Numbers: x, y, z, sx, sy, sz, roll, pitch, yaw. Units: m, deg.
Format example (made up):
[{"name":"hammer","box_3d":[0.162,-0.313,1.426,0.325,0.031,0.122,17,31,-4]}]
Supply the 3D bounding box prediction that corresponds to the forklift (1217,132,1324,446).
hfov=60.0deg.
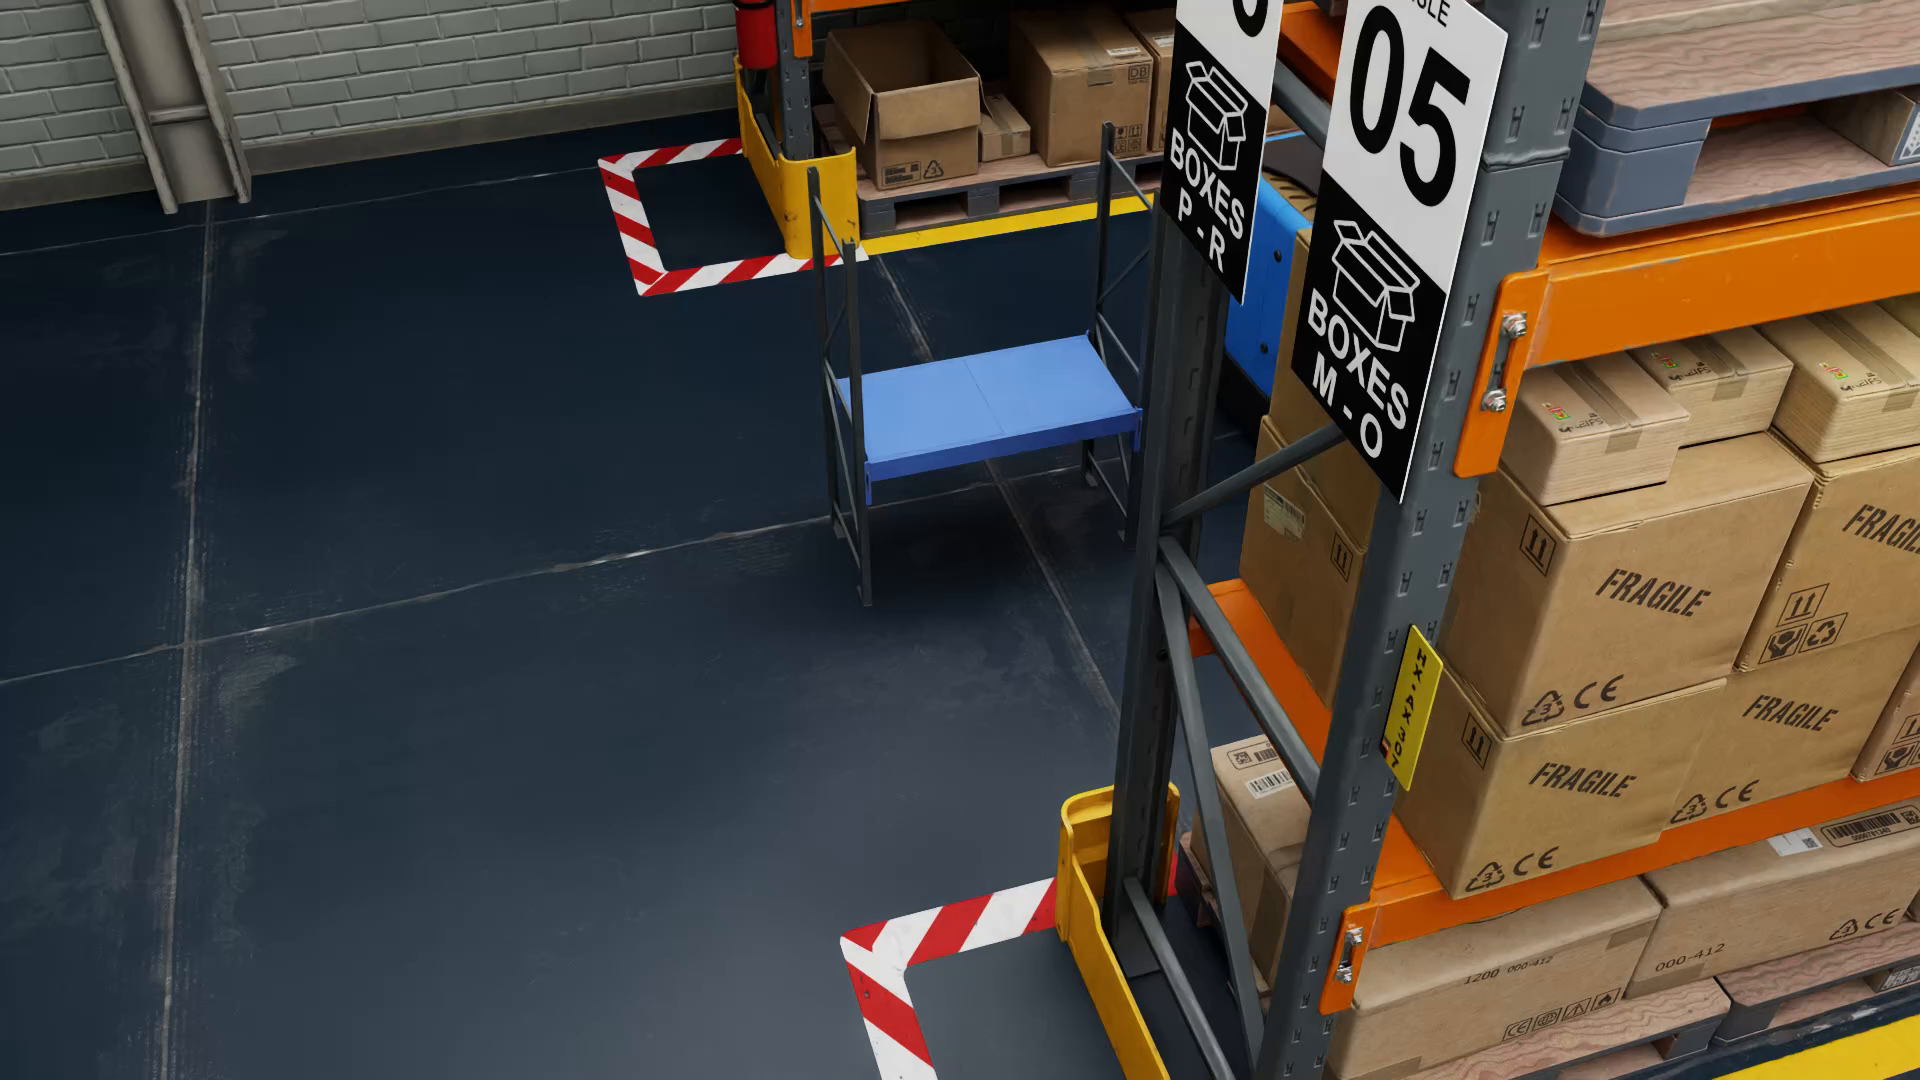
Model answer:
[{"name":"forklift","box_3d":[2.546,-1.845,6.135,3.031,2.935,1.130,-14,43,-16]}]

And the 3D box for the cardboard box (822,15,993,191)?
[{"name":"cardboard box","box_3d":[-0.256,-2.089,7.940,0.637,0.503,0.797,-13,43,-15]}]

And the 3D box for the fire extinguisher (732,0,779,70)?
[{"name":"fire extinguisher","box_3d":[-0.869,-2.321,6.969,0.183,0.674,0.296,-12,42,-13]}]

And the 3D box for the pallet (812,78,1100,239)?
[{"name":"pallet","box_3d":[-0.035,-1.933,8.302,1.213,0.211,1.003,-12,42,-13]}]

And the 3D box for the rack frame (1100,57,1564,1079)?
[{"name":"rack frame","box_3d":[0.627,0.304,3.622,0.127,3.000,1.000,-12,42,-13]}]

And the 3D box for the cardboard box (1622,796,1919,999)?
[{"name":"cardboard box","box_3d":[2.097,0.732,4.761,0.875,0.438,0.875,-11,42,-12]}]

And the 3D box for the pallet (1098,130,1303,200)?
[{"name":"pallet","box_3d":[1.127,-2.172,8.575,1.213,0.211,1.003,-12,42,-13]}]

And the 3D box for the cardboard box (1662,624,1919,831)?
[{"name":"cardboard box","box_3d":[1.645,0.234,3.626,0.500,0.500,0.500,-12,43,-14]}]

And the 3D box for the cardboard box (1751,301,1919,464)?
[{"name":"cardboard box","box_3d":[1.560,-0.327,3.015,0.250,0.149,0.380,-10,42,-12]}]

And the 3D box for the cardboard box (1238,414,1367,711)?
[{"name":"cardboard box","box_3d":[1.008,0.005,3.888,0.500,0.500,0.500,-11,42,-13]}]

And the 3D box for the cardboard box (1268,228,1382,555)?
[{"name":"cardboard box","box_3d":[1.015,-0.355,3.540,0.500,0.500,0.500,-10,42,-12]}]

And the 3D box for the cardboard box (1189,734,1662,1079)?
[{"name":"cardboard box","box_3d":[1.226,0.918,4.548,0.875,0.438,0.875,-13,43,-15]}]

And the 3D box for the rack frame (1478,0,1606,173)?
[{"name":"rack frame","box_3d":[0.627,-1.955,1.648,0.127,3.000,1.000,-12,42,-13]}]

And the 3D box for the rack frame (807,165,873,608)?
[{"name":"rack frame","box_3d":[-0.403,-0.481,5.661,0.032,1.500,0.500,-12,42,-13]}]

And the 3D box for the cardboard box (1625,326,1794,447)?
[{"name":"cardboard box","box_3d":[1.277,-0.347,3.038,0.250,0.149,0.380,-11,42,-12]}]

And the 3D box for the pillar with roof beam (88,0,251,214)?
[{"name":"pillar with roof beam","box_3d":[-2.417,-2.400,2.158,0.400,9.000,9.100,-12,42,-13]}]

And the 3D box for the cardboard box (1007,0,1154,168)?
[{"name":"cardboard box","box_3d":[0.571,-2.233,8.106,0.500,0.500,0.700,-10,42,-11]}]

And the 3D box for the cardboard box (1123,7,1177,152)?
[{"name":"cardboard box","box_3d":[1.106,-2.274,8.154,0.500,0.500,0.500,-11,42,-12]}]

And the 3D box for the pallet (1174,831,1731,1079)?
[{"name":"pallet","box_3d":[1.366,1.147,4.776,1.213,0.211,1.003,-12,42,-13]}]

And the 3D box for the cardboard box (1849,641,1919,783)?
[{"name":"cardboard box","box_3d":[2.136,0.145,3.728,0.500,0.500,0.500,-12,43,-13]}]

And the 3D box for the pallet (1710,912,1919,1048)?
[{"name":"pallet","box_3d":[2.528,0.909,5.050,1.213,0.211,1.003,-12,42,-13]}]

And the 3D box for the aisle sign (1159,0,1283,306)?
[{"name":"aisle sign","box_3d":[0.465,-0.855,2.973,0.004,0.787,0.394,-12,42,-13]}]

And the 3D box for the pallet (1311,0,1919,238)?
[{"name":"pallet","box_3d":[1.331,-0.945,2.839,1.213,0.211,1.003,-12,42,-13]}]

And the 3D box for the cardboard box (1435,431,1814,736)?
[{"name":"cardboard box","box_3d":[1.170,-0.026,3.164,0.500,0.500,0.500,-13,43,-14]}]

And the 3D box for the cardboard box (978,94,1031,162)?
[{"name":"cardboard box","box_3d":[0.161,-2.015,8.125,0.250,0.149,0.380,-13,43,-15]}]

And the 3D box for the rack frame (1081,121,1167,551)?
[{"name":"rack frame","box_3d":[0.566,-0.682,5.891,0.032,1.500,0.500,-12,42,-13]}]

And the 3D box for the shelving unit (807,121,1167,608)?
[{"name":"shelving unit","box_3d":[0.081,-0.582,5.776,1.048,1.500,0.538,-12,42,-13]}]

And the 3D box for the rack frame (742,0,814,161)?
[{"name":"rack frame","box_3d":[-0.868,-2.810,7.186,0.127,3.000,1.000,-12,42,-13]}]

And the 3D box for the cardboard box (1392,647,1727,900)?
[{"name":"cardboard box","box_3d":[1.171,0.352,3.491,0.500,0.500,0.500,-12,43,-13]}]

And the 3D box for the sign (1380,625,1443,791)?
[{"name":"sign","box_3d":[0.788,0.298,2.911,0.005,0.325,0.100,-12,42,-13]}]

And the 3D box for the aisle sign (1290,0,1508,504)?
[{"name":"aisle sign","box_3d":[0.645,-0.479,2.542,0.004,0.787,0.394,-12,42,-13]}]

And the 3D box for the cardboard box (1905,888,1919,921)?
[{"name":"cardboard box","box_3d":[2.957,0.554,4.964,0.875,0.438,0.875,-13,43,-14]}]

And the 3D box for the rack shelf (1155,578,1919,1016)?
[{"name":"rack shelf","box_3d":[2.535,0.180,4.311,4.000,0.370,1.077,-12,42,-13]}]

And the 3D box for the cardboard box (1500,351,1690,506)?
[{"name":"cardboard box","box_3d":[1.049,-0.251,2.928,0.250,0.149,0.380,-11,42,-12]}]

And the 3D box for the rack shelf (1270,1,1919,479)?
[{"name":"rack shelf","box_3d":[2.535,-0.950,3.324,4.000,0.370,1.077,-12,42,-13]}]

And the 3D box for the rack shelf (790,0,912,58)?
[{"name":"rack shelf","box_3d":[1.040,-2.934,7.876,4.000,0.370,1.077,-12,42,-13]}]

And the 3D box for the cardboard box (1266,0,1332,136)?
[{"name":"cardboard box","box_3d":[1.561,-2.438,8.341,0.500,0.500,0.700,-13,43,-15]}]

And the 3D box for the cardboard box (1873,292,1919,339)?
[{"name":"cardboard box","box_3d":[1.805,-0.390,3.087,0.250,0.149,0.380,-13,43,-14]}]

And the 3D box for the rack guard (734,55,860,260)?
[{"name":"rack guard","box_3d":[-0.795,-1.884,8.026,0.348,0.500,1.175,-12,42,-13]}]

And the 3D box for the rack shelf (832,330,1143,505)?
[{"name":"rack shelf","box_3d":[0.081,-0.446,5.894,1.000,0.185,0.538,-12,42,-13]}]

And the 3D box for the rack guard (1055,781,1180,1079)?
[{"name":"rack guard","box_3d":[0.604,1.250,4.439,0.348,0.500,1.175,-12,42,-13]}]

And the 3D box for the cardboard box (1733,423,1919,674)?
[{"name":"cardboard box","box_3d":[1.661,-0.133,3.286,0.500,0.500,0.500,-13,43,-14]}]
